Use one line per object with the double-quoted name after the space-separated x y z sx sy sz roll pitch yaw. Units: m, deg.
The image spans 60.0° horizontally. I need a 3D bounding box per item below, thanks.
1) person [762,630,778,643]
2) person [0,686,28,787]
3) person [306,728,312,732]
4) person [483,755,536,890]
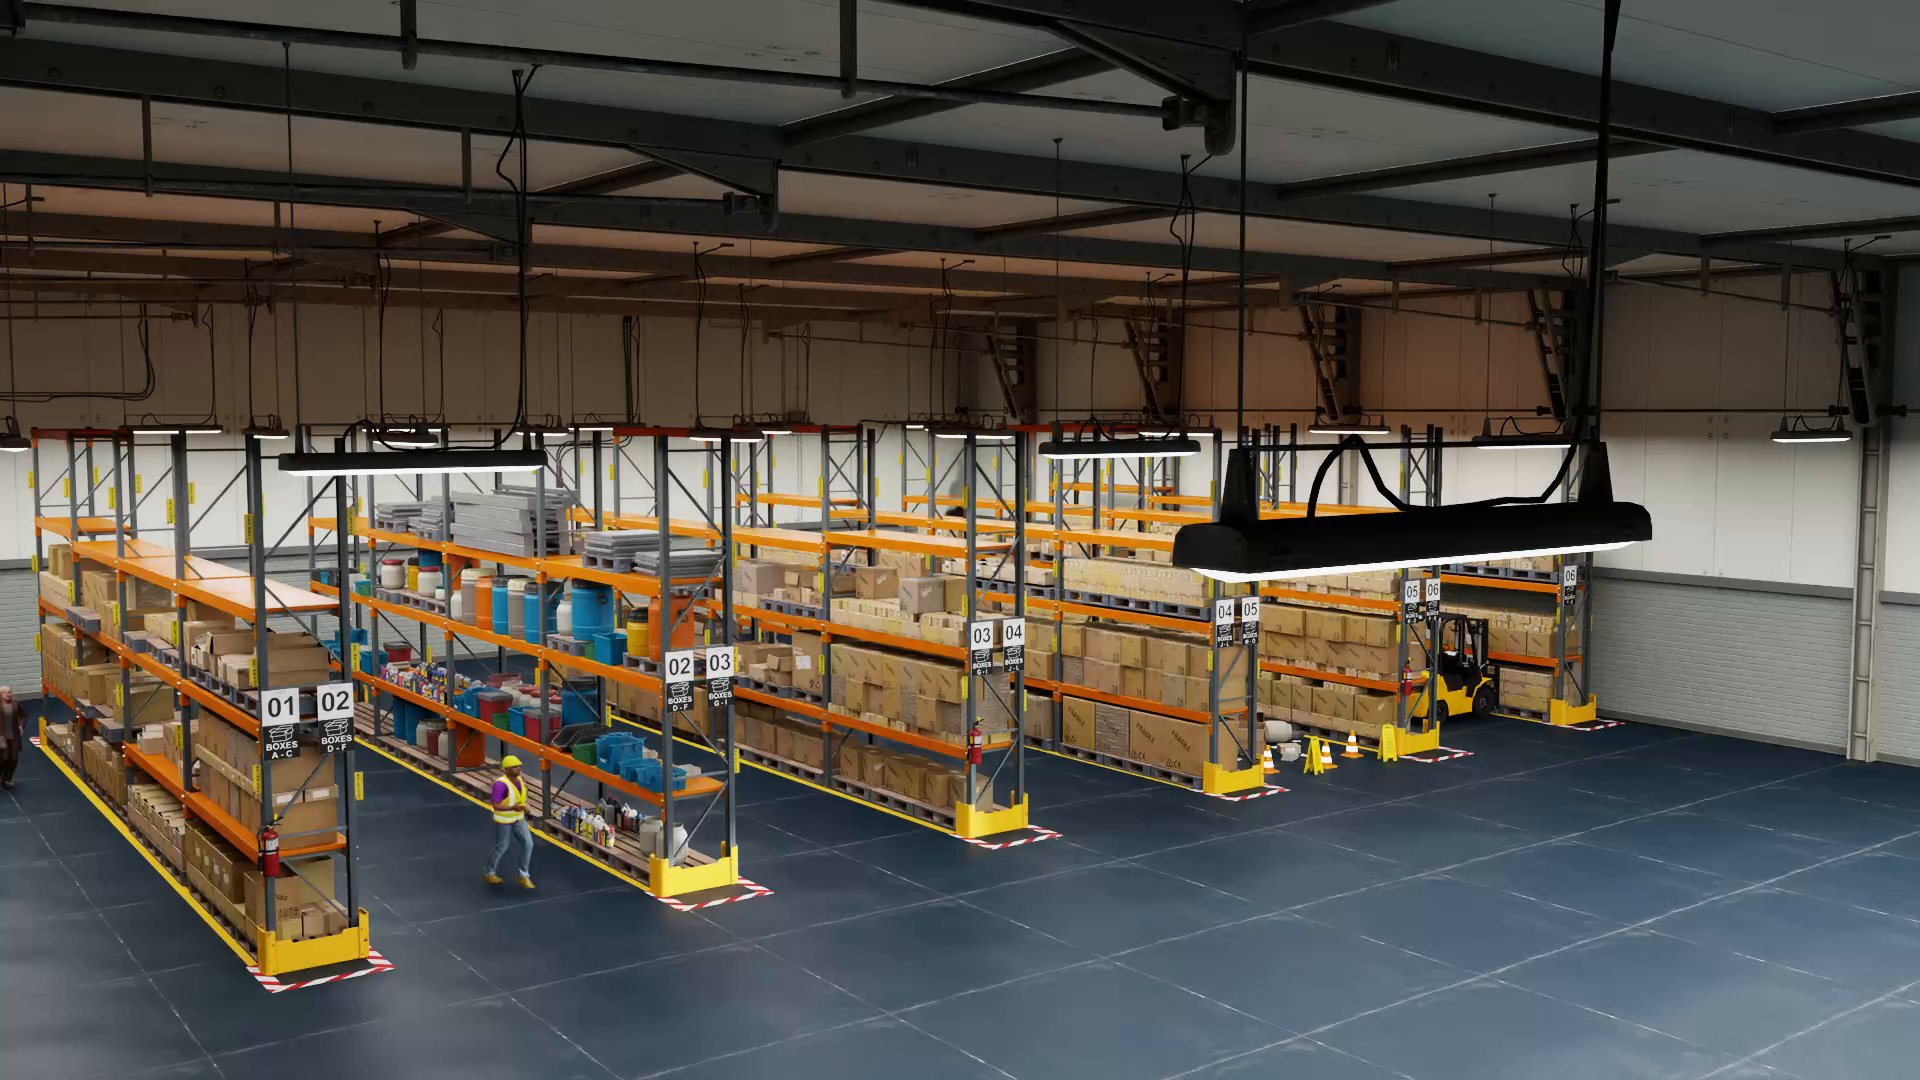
-4.769 2.245 41.756 0.929 1.614 0.481 1 5 10 "person"
-15.894 3.289 27.725 0.672 1.720 0.700 4 6 43 "person"
-12.060 3.191 30.540 0.816 1.496 0.644 3 6 38 "person"
-5.951 3.733 21.934 0.827 1.812 0.628 3 5 30 "person"
